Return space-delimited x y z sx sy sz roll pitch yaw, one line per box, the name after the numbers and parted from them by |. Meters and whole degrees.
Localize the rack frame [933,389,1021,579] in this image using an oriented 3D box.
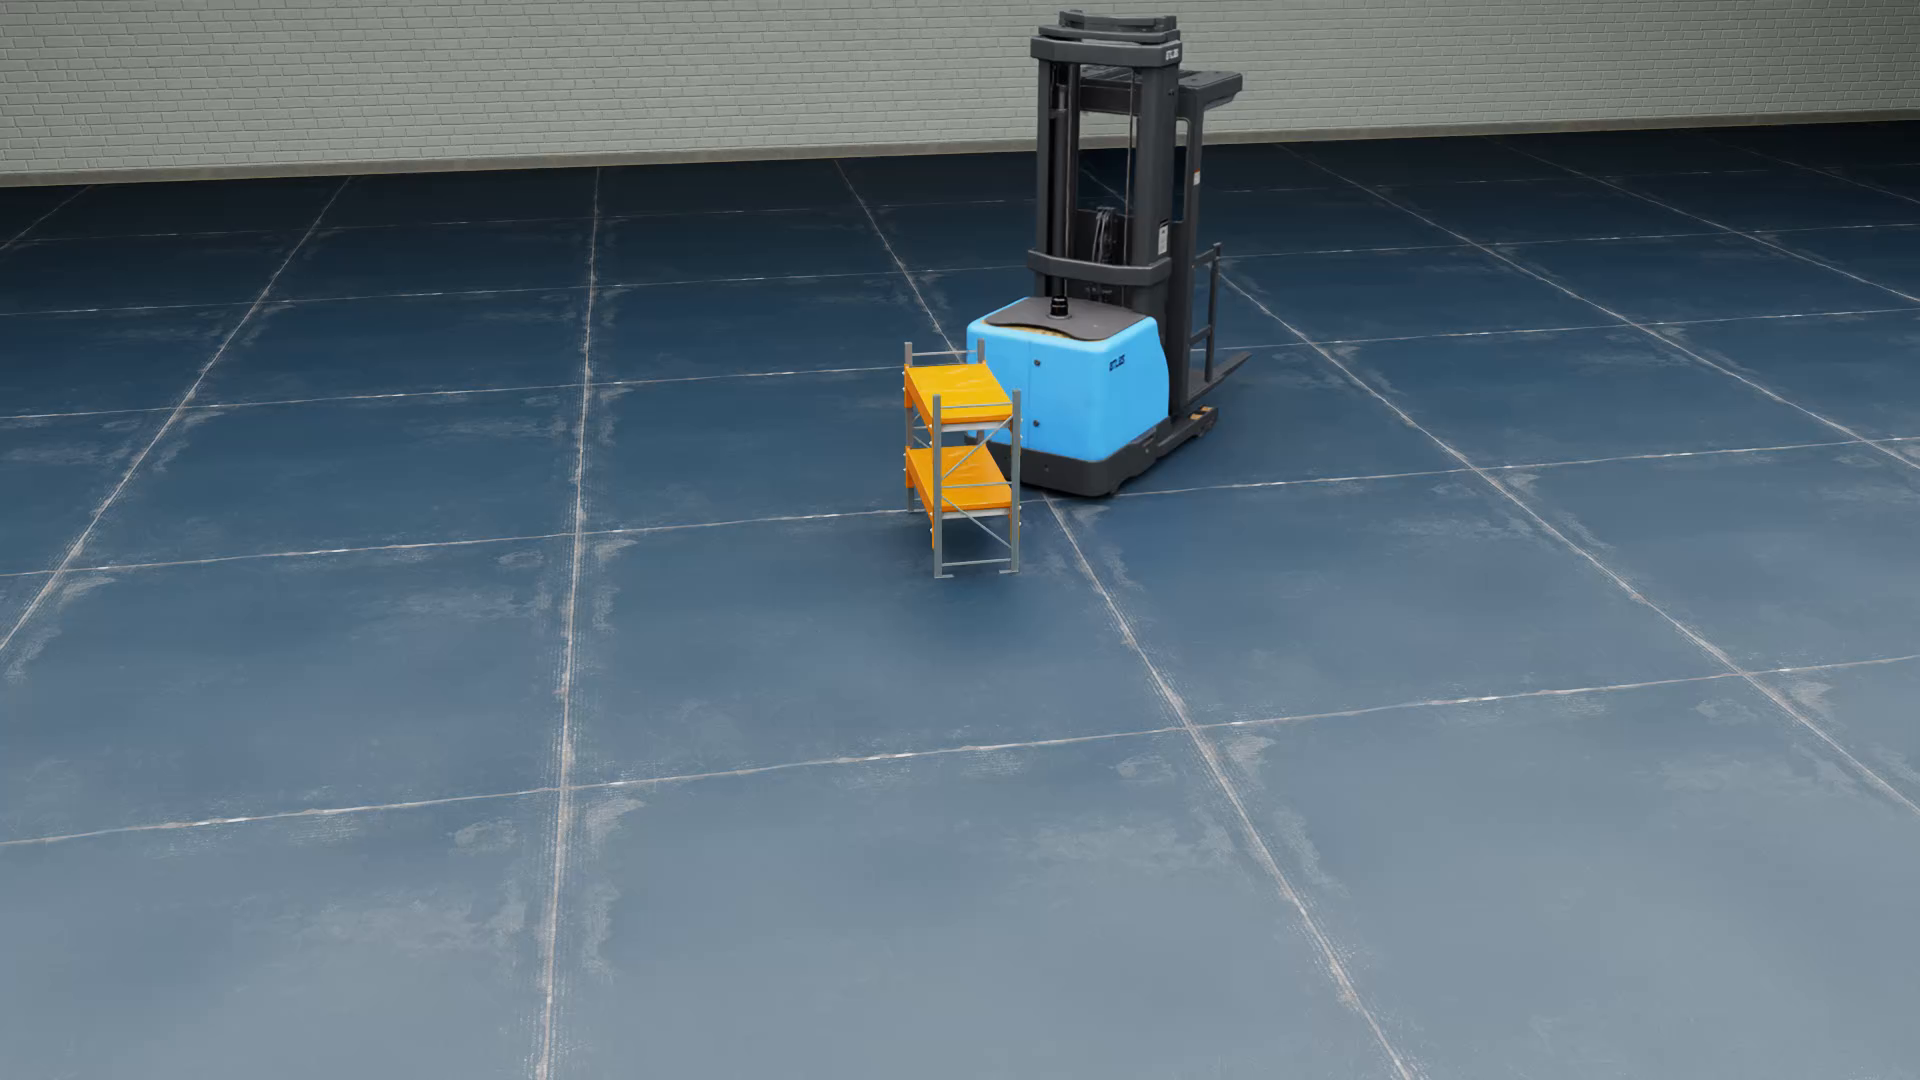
0.095 -0.313 9.561 0.500 1.125 0.032 -4 24 -10 | rack frame

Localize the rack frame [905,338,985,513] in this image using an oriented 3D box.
-0.093 -0.713 10.477 0.500 1.125 0.032 -4 24 -10 | rack frame

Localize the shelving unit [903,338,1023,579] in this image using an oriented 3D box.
0.001 -0.513 10.019 0.538 1.125 1.048 -4 24 -10 | shelving unit

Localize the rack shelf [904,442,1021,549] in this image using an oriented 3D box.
0.001 -0.289 10.117 0.538 0.278 1.000 -4 24 -10 | rack shelf

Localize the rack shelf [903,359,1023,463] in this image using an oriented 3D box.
0.001 -0.781 9.902 0.538 0.278 1.000 -4 24 -10 | rack shelf

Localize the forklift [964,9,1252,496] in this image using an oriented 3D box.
1.226 -2.168 11.551 1.130 2.935 3.031 14 27 28 | forklift
